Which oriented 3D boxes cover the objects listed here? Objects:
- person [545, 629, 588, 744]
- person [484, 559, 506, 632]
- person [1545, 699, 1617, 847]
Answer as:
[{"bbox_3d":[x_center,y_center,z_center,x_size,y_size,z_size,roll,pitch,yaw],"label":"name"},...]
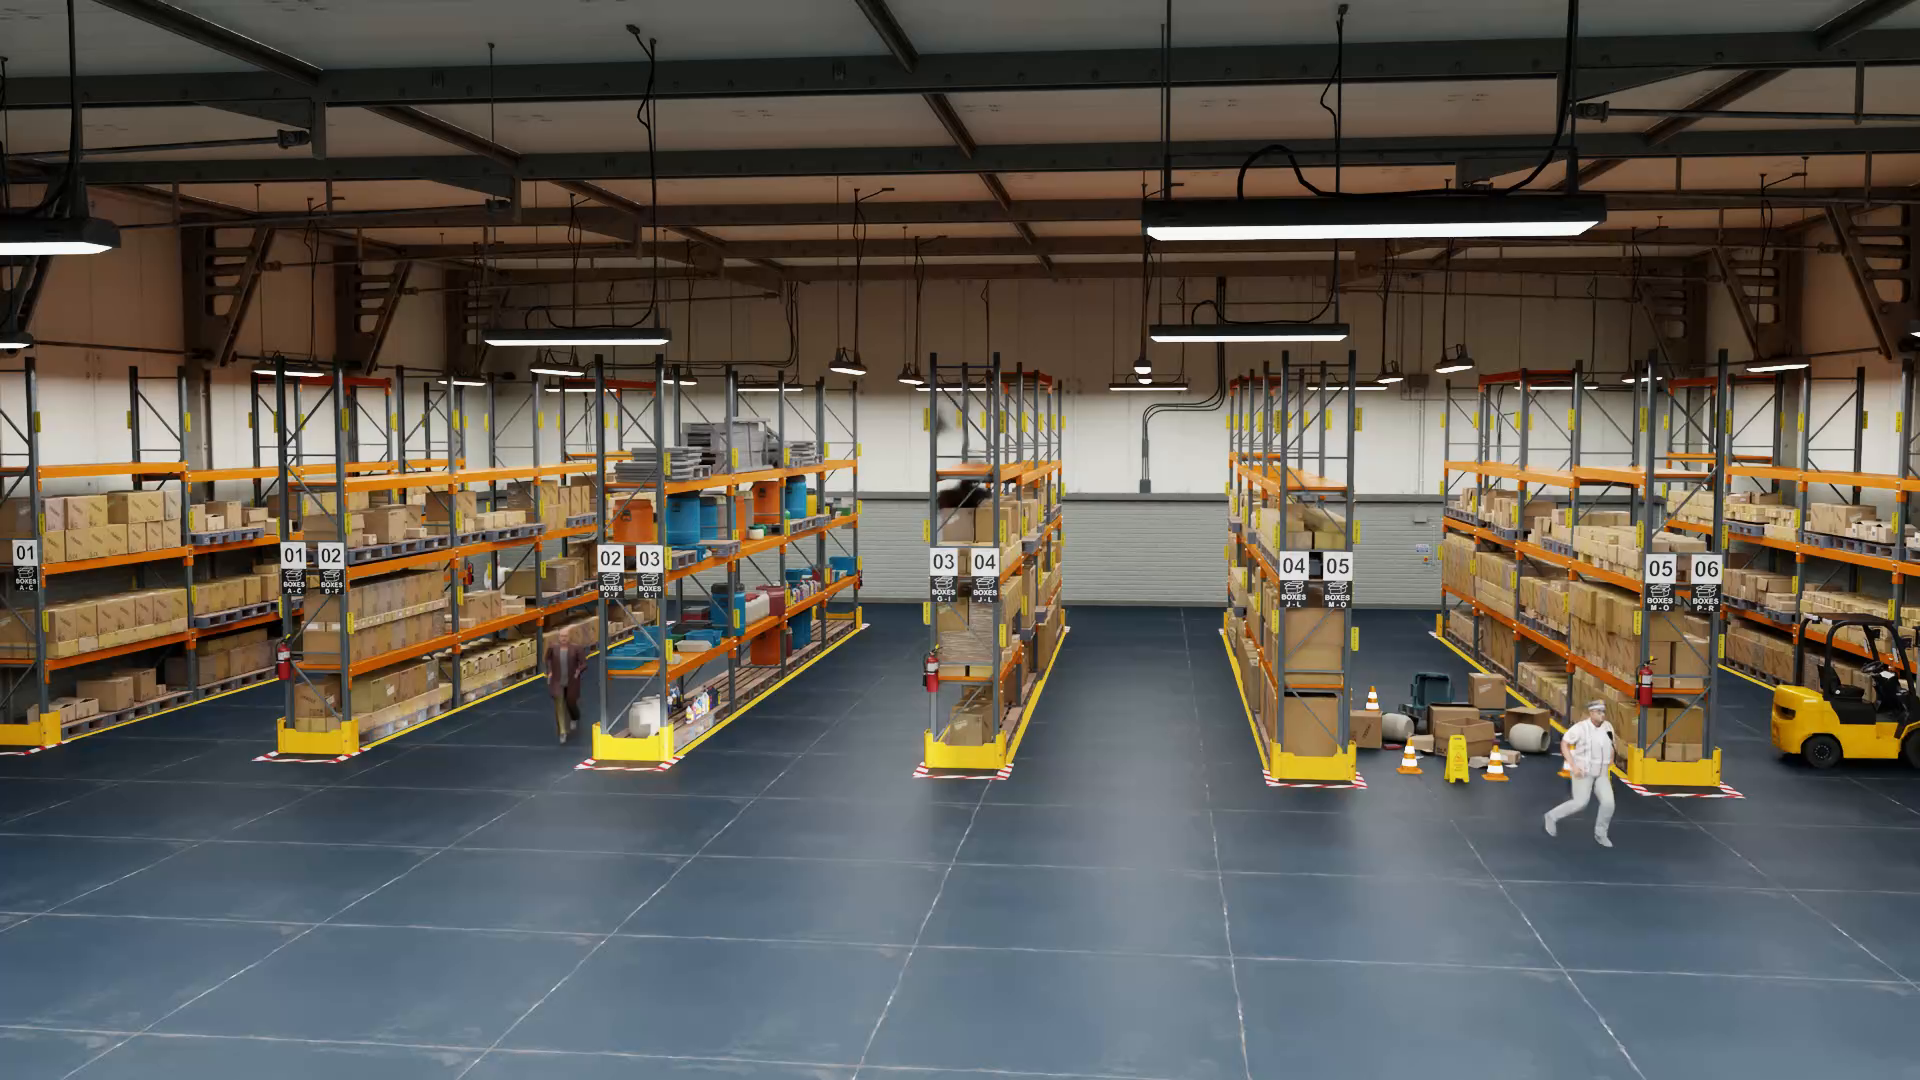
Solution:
[{"bbox_3d":[-6.223,2.268,26.286,0.687,1.775,1.006,0,4,-5],"label":"person"},{"bbox_3d":[-11.132,1.311,40.027,0.726,1.757,0.869,0,4,2],"label":"person"},{"bbox_3d":[7.468,2.769,19.816,0.864,1.781,0.649,-2,4,-21],"label":"person"}]
